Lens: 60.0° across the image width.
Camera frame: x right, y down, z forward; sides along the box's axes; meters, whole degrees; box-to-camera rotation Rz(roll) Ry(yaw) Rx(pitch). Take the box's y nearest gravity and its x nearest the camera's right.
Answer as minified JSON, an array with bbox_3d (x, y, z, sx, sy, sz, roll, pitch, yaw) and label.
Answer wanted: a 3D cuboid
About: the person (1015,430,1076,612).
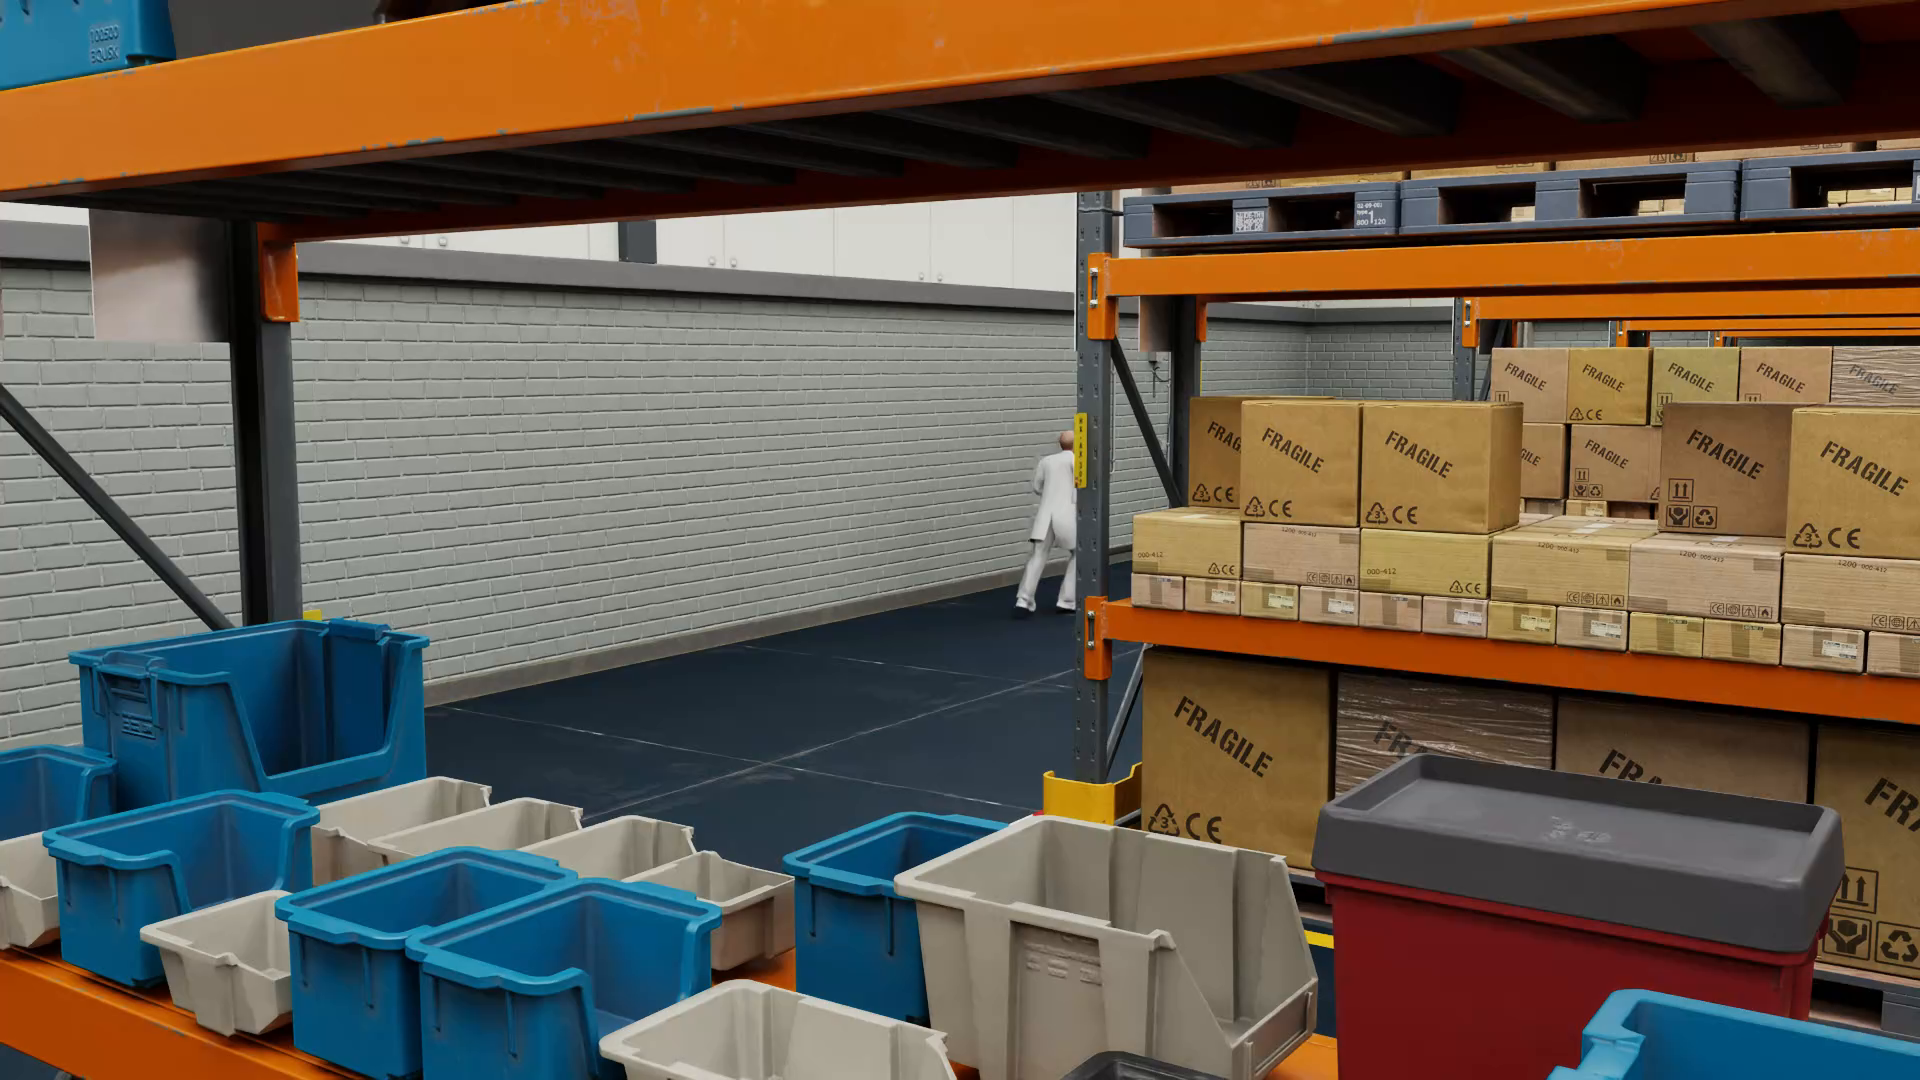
[{"bbox_3d":[0.929,-0.161,15.572,0.693,1.720,1.016,3,7,29],"label":"person"}]
